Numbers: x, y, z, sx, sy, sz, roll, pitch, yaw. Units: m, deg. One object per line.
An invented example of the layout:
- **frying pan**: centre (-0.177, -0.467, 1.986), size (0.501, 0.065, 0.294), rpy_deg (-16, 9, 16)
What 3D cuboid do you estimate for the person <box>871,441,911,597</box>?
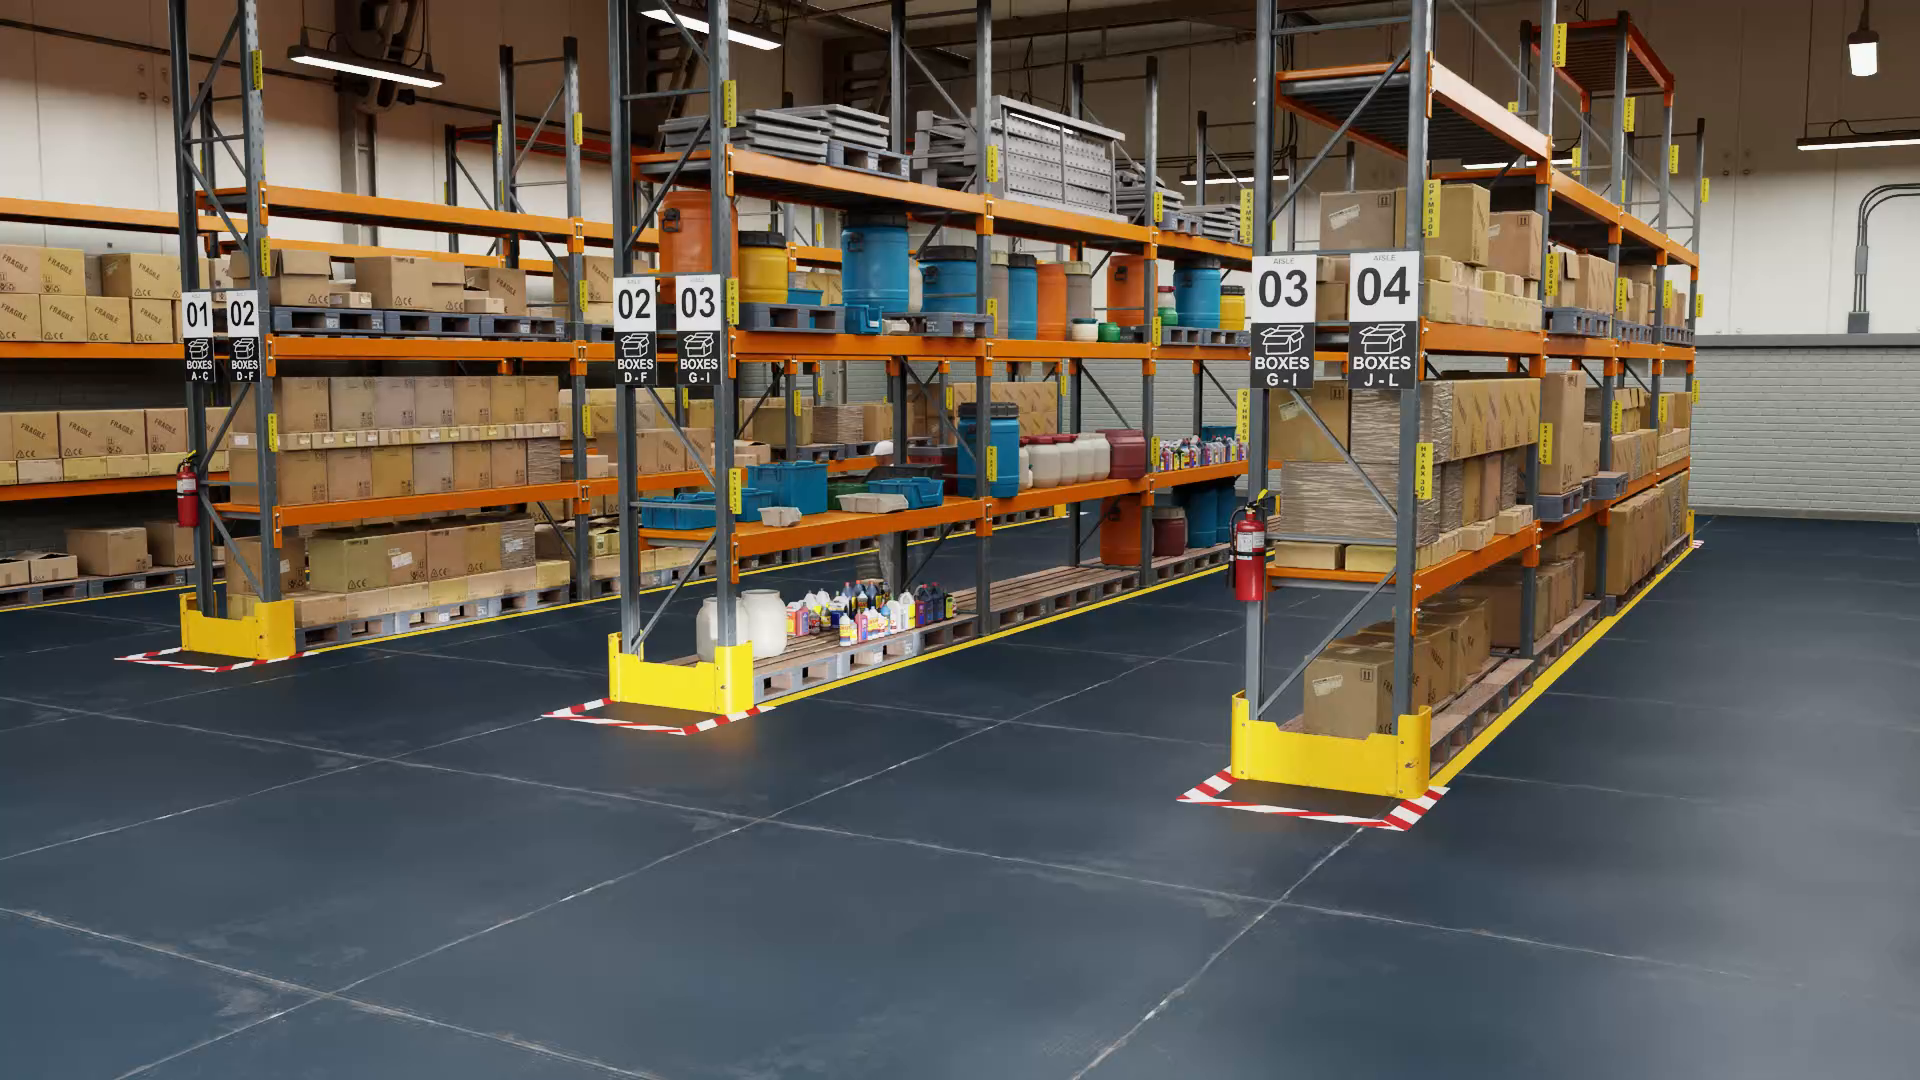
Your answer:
- **person**: centre (-0.730, -0.179, 17.787), size (0.462, 1.760, 0.635), rpy_deg (3, 7, 27)
